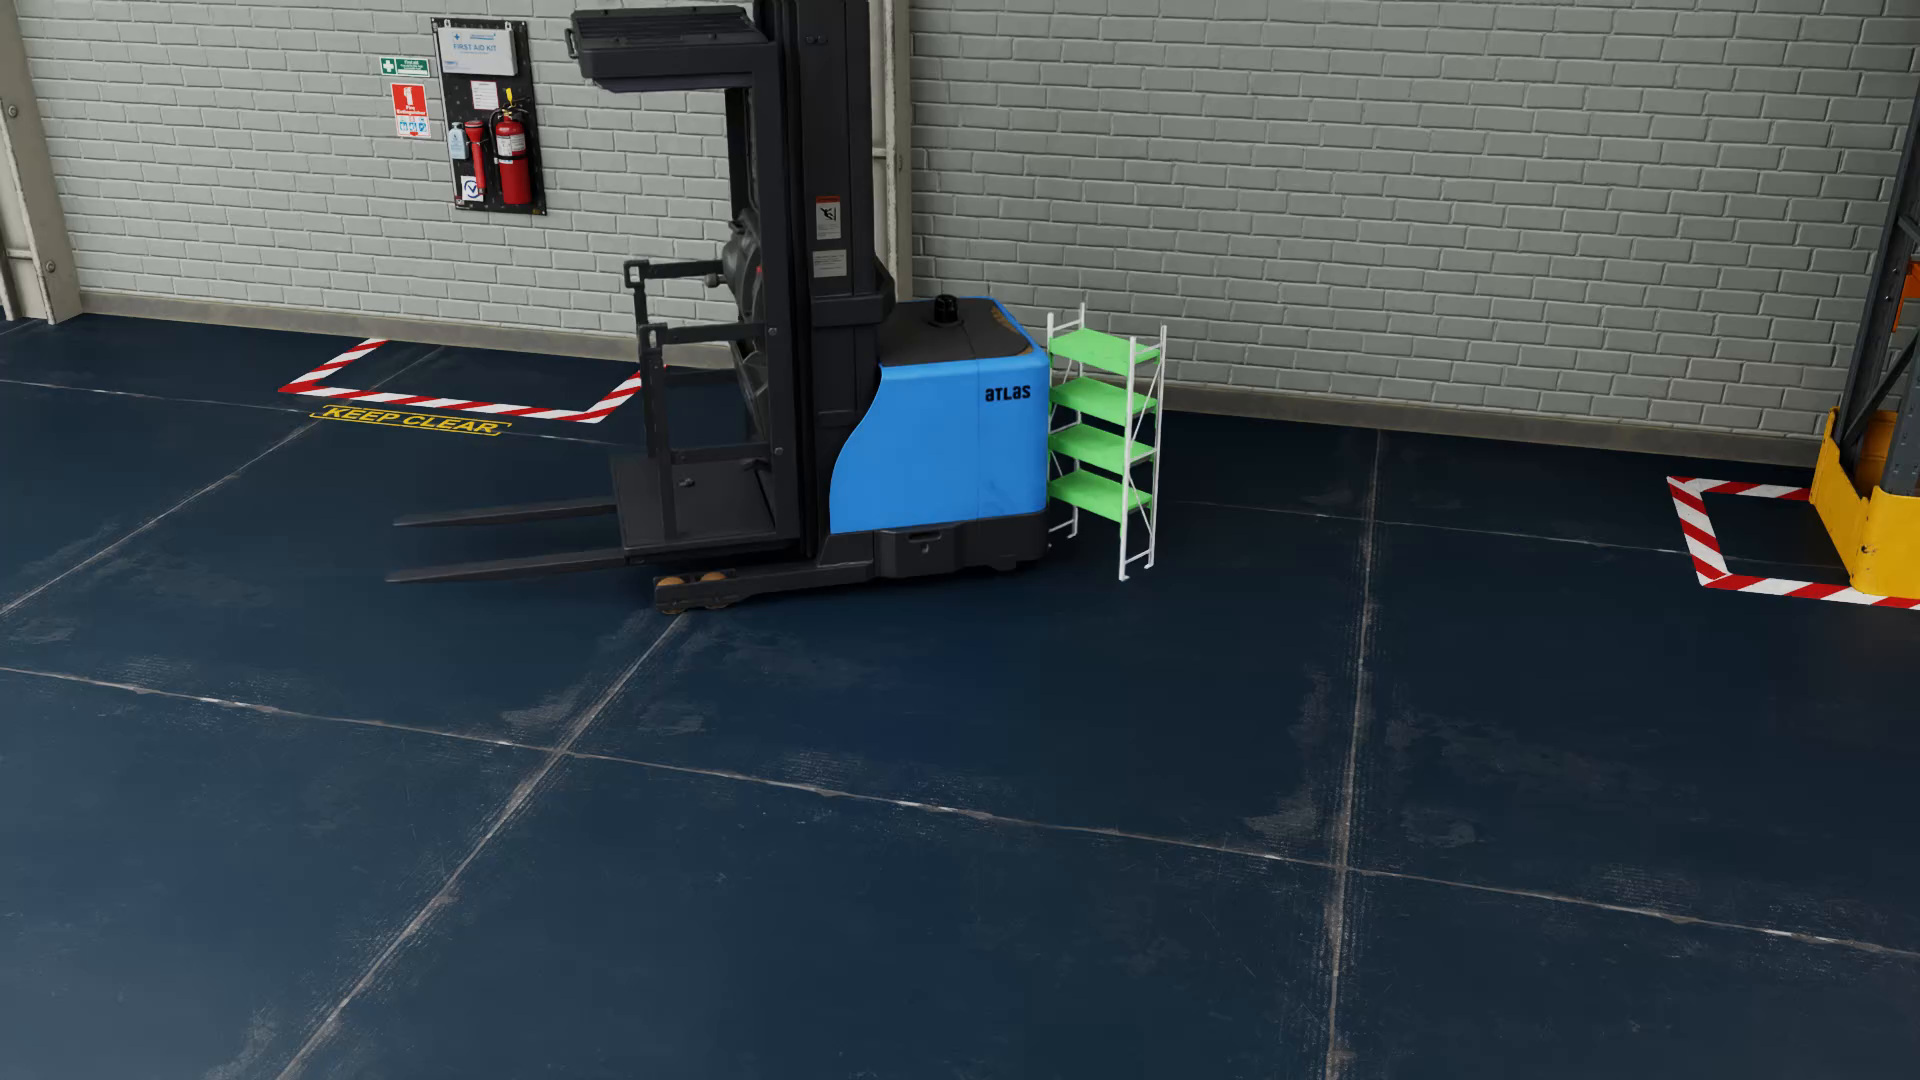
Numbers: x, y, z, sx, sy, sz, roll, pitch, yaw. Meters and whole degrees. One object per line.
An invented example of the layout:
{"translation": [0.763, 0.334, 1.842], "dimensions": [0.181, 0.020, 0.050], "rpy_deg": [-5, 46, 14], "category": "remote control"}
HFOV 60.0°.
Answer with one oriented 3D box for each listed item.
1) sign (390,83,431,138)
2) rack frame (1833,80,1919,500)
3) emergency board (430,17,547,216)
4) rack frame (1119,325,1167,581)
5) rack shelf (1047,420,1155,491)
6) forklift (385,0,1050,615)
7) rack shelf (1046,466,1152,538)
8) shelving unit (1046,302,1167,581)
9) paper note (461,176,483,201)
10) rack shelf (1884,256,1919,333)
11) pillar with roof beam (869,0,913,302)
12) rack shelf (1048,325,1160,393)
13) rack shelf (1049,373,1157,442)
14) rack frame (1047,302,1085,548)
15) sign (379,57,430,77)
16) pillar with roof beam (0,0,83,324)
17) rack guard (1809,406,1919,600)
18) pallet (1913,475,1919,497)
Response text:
{"translation": [-3.408, -2.666, 10.319], "dimensions": [0.234, 0.329, 0.001], "rpy_deg": [6, 26, 13], "category": "sign"}
{"translation": [4.403, -1.340, 7.575], "dimensions": [0.127, 3.000, 1.000], "rpy_deg": [6, 26, 13], "category": "rack frame"}
{"translation": [-2.899, -2.548, 10.112], "dimensions": [0.643, 1.169, 0.194], "rpy_deg": [6, 26, 13], "category": "emergency board"}
{"translation": [0.841, -0.387, 7.666], "dimensions": [0.015, 1.200, 0.240], "rpy_deg": [23, 34, 39], "category": "rack frame"}
{"translation": [0.668, -0.403, 7.849], "dimensions": [0.480, 0.148, 0.258], "rpy_deg": [23, 34, 39], "category": "rack shelf"}
{"translation": [-1.152, -1.236, 7.436], "dimensions": [3.031, 2.935, 1.130], "rpy_deg": [-6, 26, -13], "category": "forklift"}
{"translation": [0.668, -0.186, 7.952], "dimensions": [0.480, 0.148, 0.258], "rpy_deg": [23, 34, 39], "category": "rack shelf"}
{"translation": [0.668, -0.461, 7.821], "dimensions": [0.503, 1.200, 0.258], "rpy_deg": [23, 34, 39], "category": "shelving unit"}
{"translation": [-3.053, -2.198, 10.402], "dimensions": [0.142, 0.148, 0.016], "rpy_deg": [6, 26, 13], "category": "paper note"}
{"translation": [6.340, -0.801, 7.280], "dimensions": [4.000, 0.370, 1.077], "rpy_deg": [6, 26, 13], "category": "rack shelf"}
{"translation": [-1.587, -3.184, 4.469], "dimensions": [0.400, 9.000, 9.100], "rpy_deg": [6, 26, 13], "category": "pillar with roof beam"}
{"translation": [0.668, -0.836, 7.643], "dimensions": [0.480, 0.148, 0.258], "rpy_deg": [23, 34, 39], "category": "rack shelf"}
{"translation": [0.668, -0.620, 7.746], "dimensions": [0.480, 0.148, 0.258], "rpy_deg": [23, 34, 39], "category": "rack shelf"}
{"translation": [0.495, -0.534, 7.977], "dimensions": [0.015, 1.200, 0.240], "rpy_deg": [23, 34, 39], "category": "rack frame"}
{"translation": [-3.406, -2.901, 10.196], "dimensions": [0.331, 0.109, 0.001], "rpy_deg": [6, 26, 13], "category": "sign"}
{"translation": [-7.398, -3.826, 5.818], "dimensions": [0.400, 9.000, 9.100], "rpy_deg": [6, 26, 13], "category": "pillar with roof beam"}
{"translation": [4.476, -0.203, 8.095], "dimensions": [0.348, 0.500, 1.175], "rpy_deg": [6, 26, 13], "category": "rack guard"}
{"translation": [5.254, 0.029, 7.944], "dimensions": [1.213, 0.211, 1.003], "rpy_deg": [6, 26, 13], "category": "pallet"}
